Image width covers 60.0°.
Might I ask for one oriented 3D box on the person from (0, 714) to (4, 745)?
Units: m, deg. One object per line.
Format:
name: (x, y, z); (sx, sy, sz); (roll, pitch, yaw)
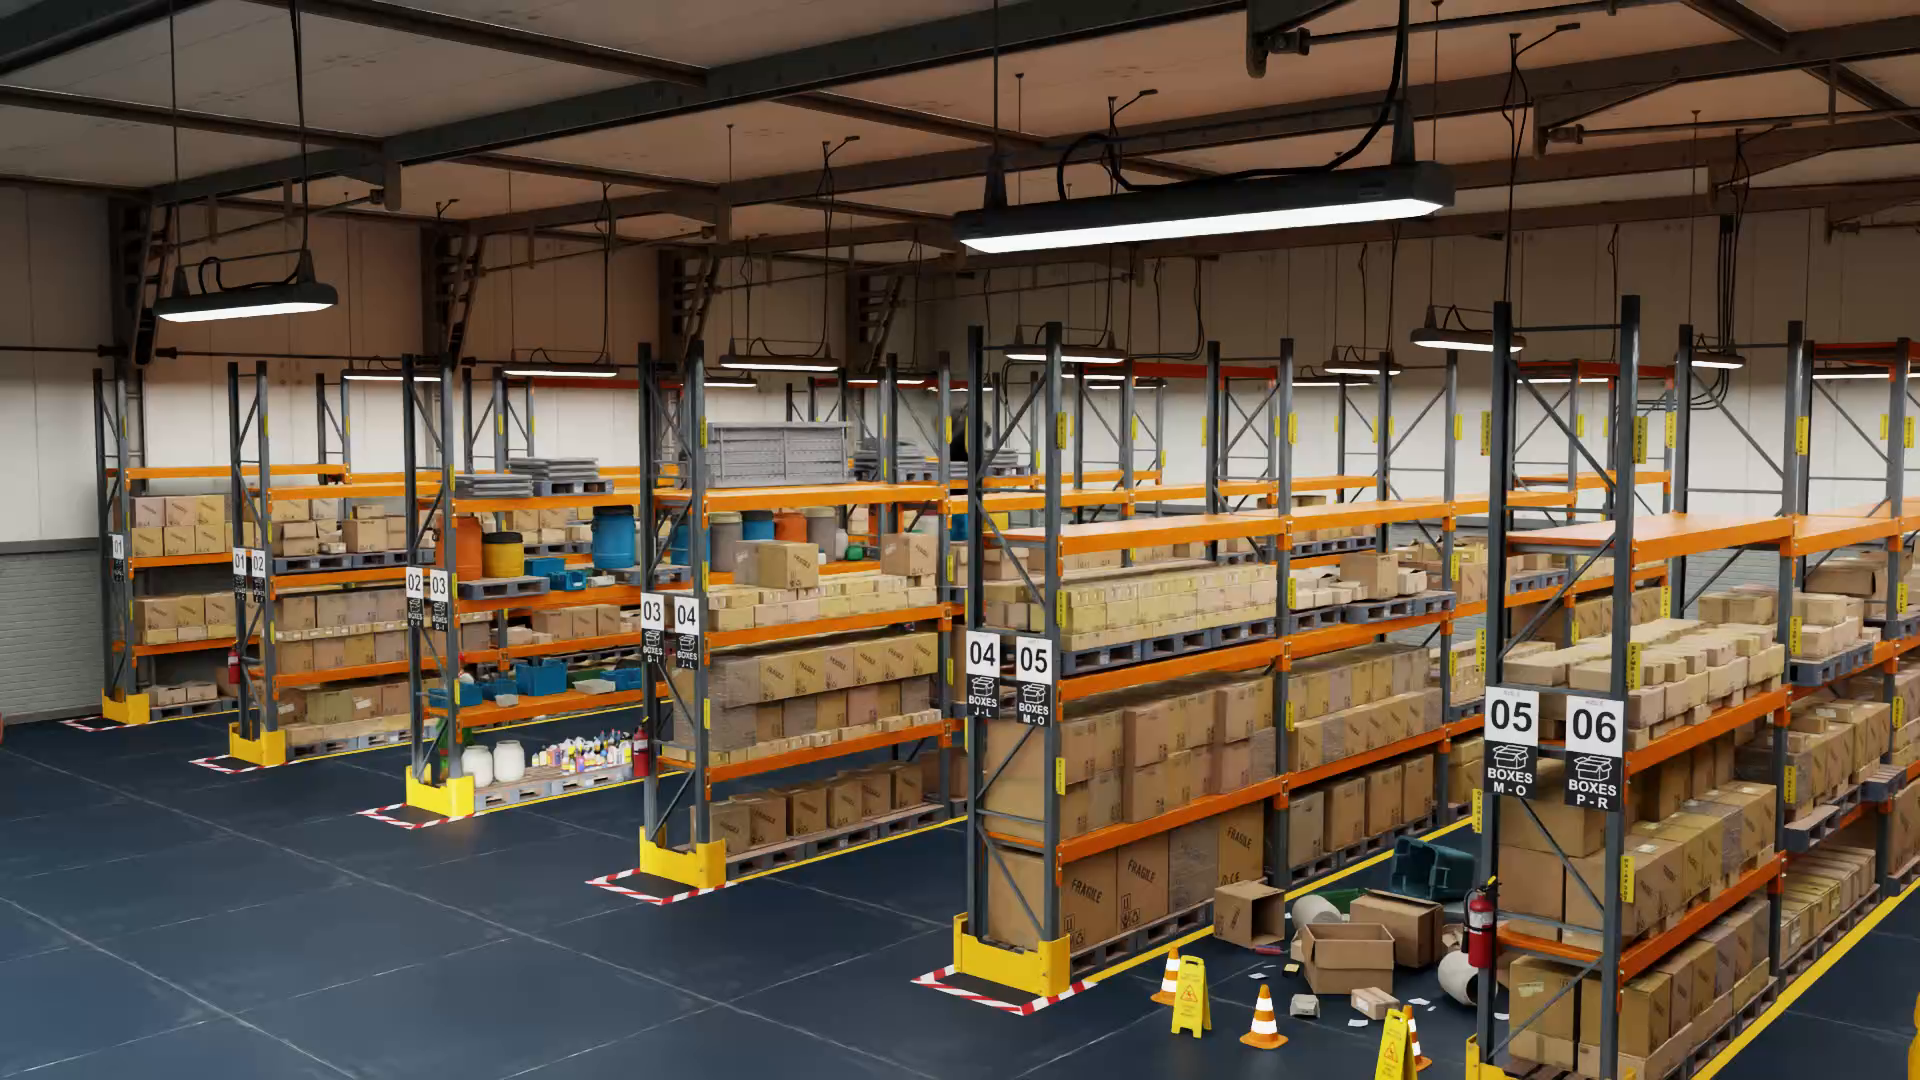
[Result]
person: (-12.589, 2.727, 21.180); (0.711, 1.812, 0.911); (-2, 5, -24)

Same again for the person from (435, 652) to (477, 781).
person: (-7.229, 2.516, 23.859); (0.646, 1.847, 0.777); (2, 5, 28)

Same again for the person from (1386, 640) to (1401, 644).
person: (6.797, 2.401, 26.210); (0.603, 1.654, 0.544); (3, 5, 38)
